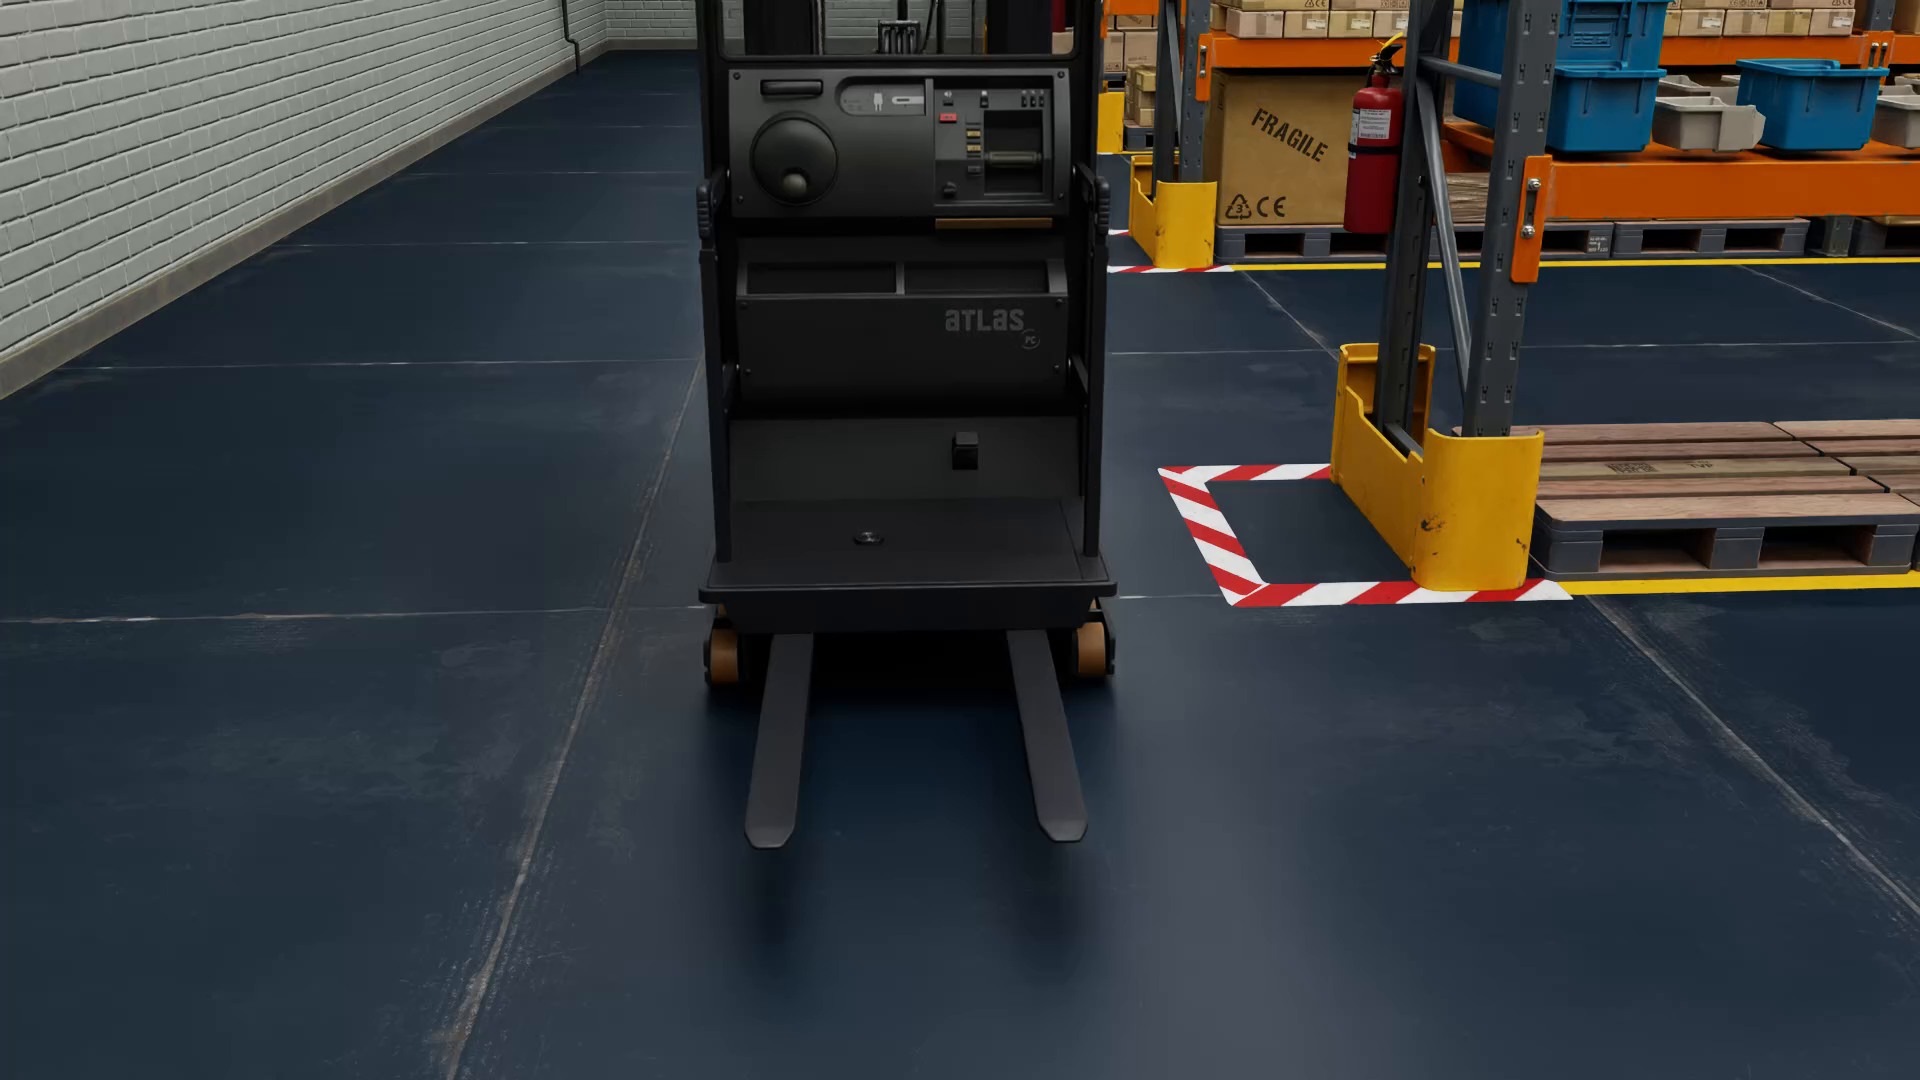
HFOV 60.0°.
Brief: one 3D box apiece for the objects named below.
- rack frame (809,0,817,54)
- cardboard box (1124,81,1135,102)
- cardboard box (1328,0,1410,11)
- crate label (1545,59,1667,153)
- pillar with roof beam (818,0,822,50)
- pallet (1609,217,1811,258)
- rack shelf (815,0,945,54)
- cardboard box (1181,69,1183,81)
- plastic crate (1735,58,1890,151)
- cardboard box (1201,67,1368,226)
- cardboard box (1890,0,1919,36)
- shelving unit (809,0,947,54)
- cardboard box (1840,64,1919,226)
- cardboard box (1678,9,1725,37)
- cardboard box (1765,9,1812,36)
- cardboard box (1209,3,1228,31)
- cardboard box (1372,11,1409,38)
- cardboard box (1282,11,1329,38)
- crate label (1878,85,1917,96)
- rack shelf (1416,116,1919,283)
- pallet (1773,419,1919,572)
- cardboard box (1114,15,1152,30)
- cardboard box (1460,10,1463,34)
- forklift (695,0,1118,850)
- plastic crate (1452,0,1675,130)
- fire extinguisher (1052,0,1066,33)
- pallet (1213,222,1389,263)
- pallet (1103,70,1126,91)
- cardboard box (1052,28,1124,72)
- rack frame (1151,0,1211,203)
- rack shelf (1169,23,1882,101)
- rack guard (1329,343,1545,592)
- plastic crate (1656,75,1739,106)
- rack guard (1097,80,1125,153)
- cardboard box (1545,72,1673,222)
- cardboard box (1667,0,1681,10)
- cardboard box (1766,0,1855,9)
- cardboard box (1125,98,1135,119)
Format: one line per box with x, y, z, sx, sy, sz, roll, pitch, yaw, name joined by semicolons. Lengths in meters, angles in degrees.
-0.582;-1.307;6.104;0.015;2.100;0.400;-9;23;-22;rack frame
1.654;-4.093;15.155;0.250;0.149;0.380;-2;21;-5;cardboard box
2.339;-3.210;9.630;0.500;0.250;0.500;-1;21;-4;cardboard box
1.874;-1.293;4.952;0.303;0.233;0.416;-1;21;-3;crate label
-2.025;-10.038;19.339;0.400;9.000;9.100;-1;21;-3;pillar with roof beam
4.556;-2.005;10.590;1.213;0.211;1.003;-1;21;-3;pallet
-0.358;-1.984;5.952;0.480;0.518;0.431;-9;23;-22;rack shelf
1.954;-4.059;14.646;0.250;0.149;0.380;-1;21;-2;cardboard box
2.531;-1.306;4.987;0.300;0.233;0.416;-1;21;-3;plastic crate
1.960;-2.459;10.260;0.875;0.875;0.875;-1;21;-3;cardboard box
5.793;-3.263;9.835;0.500;0.500;0.500;-1;21;-3;cardboard box
-0.358;-1.343;6.196;0.503;2.100;0.431;-9;23;-22;shelving unit
5.957;-2.519;10.418;0.875;0.875;1.225;-1;21;-3;cardboard box
4.263;-3.040;9.743;0.250;0.149;0.380;-1;21;-2;cardboard box
4.776;-3.050;9.770;0.250;0.149;0.380;-1;21;-2;cardboard box
1.662;-3.221;10.219;0.250;0.149;0.380;-1;21;-2;cardboard box
2.471;-3.004;9.648;0.250;0.149;0.380;-1;21;-4;cardboard box
1.955;-2.993;9.619;0.250;0.149;0.380;-1;21;-4;cardboard box
2.979;-1.456;5.515;0.243;0.136;0.396;-1;21;-3;crate label
3.605;-1.159;5.462;4.000;0.370;1.077;-1;21;-3;rack shelf
3.649;-0.178;5.793;1.213;0.211;1.003;-1;21;-3;pallet
2.478;-7.484;23.984;0.500;0.500;0.500;-1;21;-2;cardboard box
2.983;-3.014;9.675;0.250;0.149;0.380;-1;21;-4;cardboard box
-0.152;-1.083;4.346;1.130;2.935;3.031;-1;21;-2;forklift
1.932;-1.573;5.402;0.499;0.435;0.616;-1;21;-3;plastic crate
0.866;-4.927;14.979;0.183;0.674;0.296;-1;21;-3;fire extinguisher
2.120;-1.955;10.460;1.213;0.211;1.003;-1;21;-3;pallet
1.554;-5.476;19.706;1.213;0.211;1.003;-1;21;-3;pallet
1.413;-5.783;19.604;0.875;0.438;0.875;-2;21;-5;cardboard box
1.326;-3.214;9.848;0.127;3.000;1.000;-1;21;-3;rack frame
3.322;-2.919;10.083;4.000;0.370;1.077;-1;21;-3;rack shelf
1.585;-0.282;5.658;0.348;0.500;1.175;-1;21;-3;rack guard
2.412;-1.441;5.476;0.243;0.136;0.396;-1;21;-3;plastic crate
1.219;-3.812;14.930;0.348;0.500;1.175;-1;21;-3;rack guard
3.757;-2.496;10.356;0.875;0.875;0.875;-1;21;-3;cardboard box
3.867;-3.241;9.710;0.500;0.250;0.500;-1;21;-2;cardboard box
4.893;-3.262;9.767;0.500;0.250;0.500;-2;21;-4;cardboard box
1.657;-3.927;15.137;0.250;0.149;0.380;-1;21;-2;cardboard box
